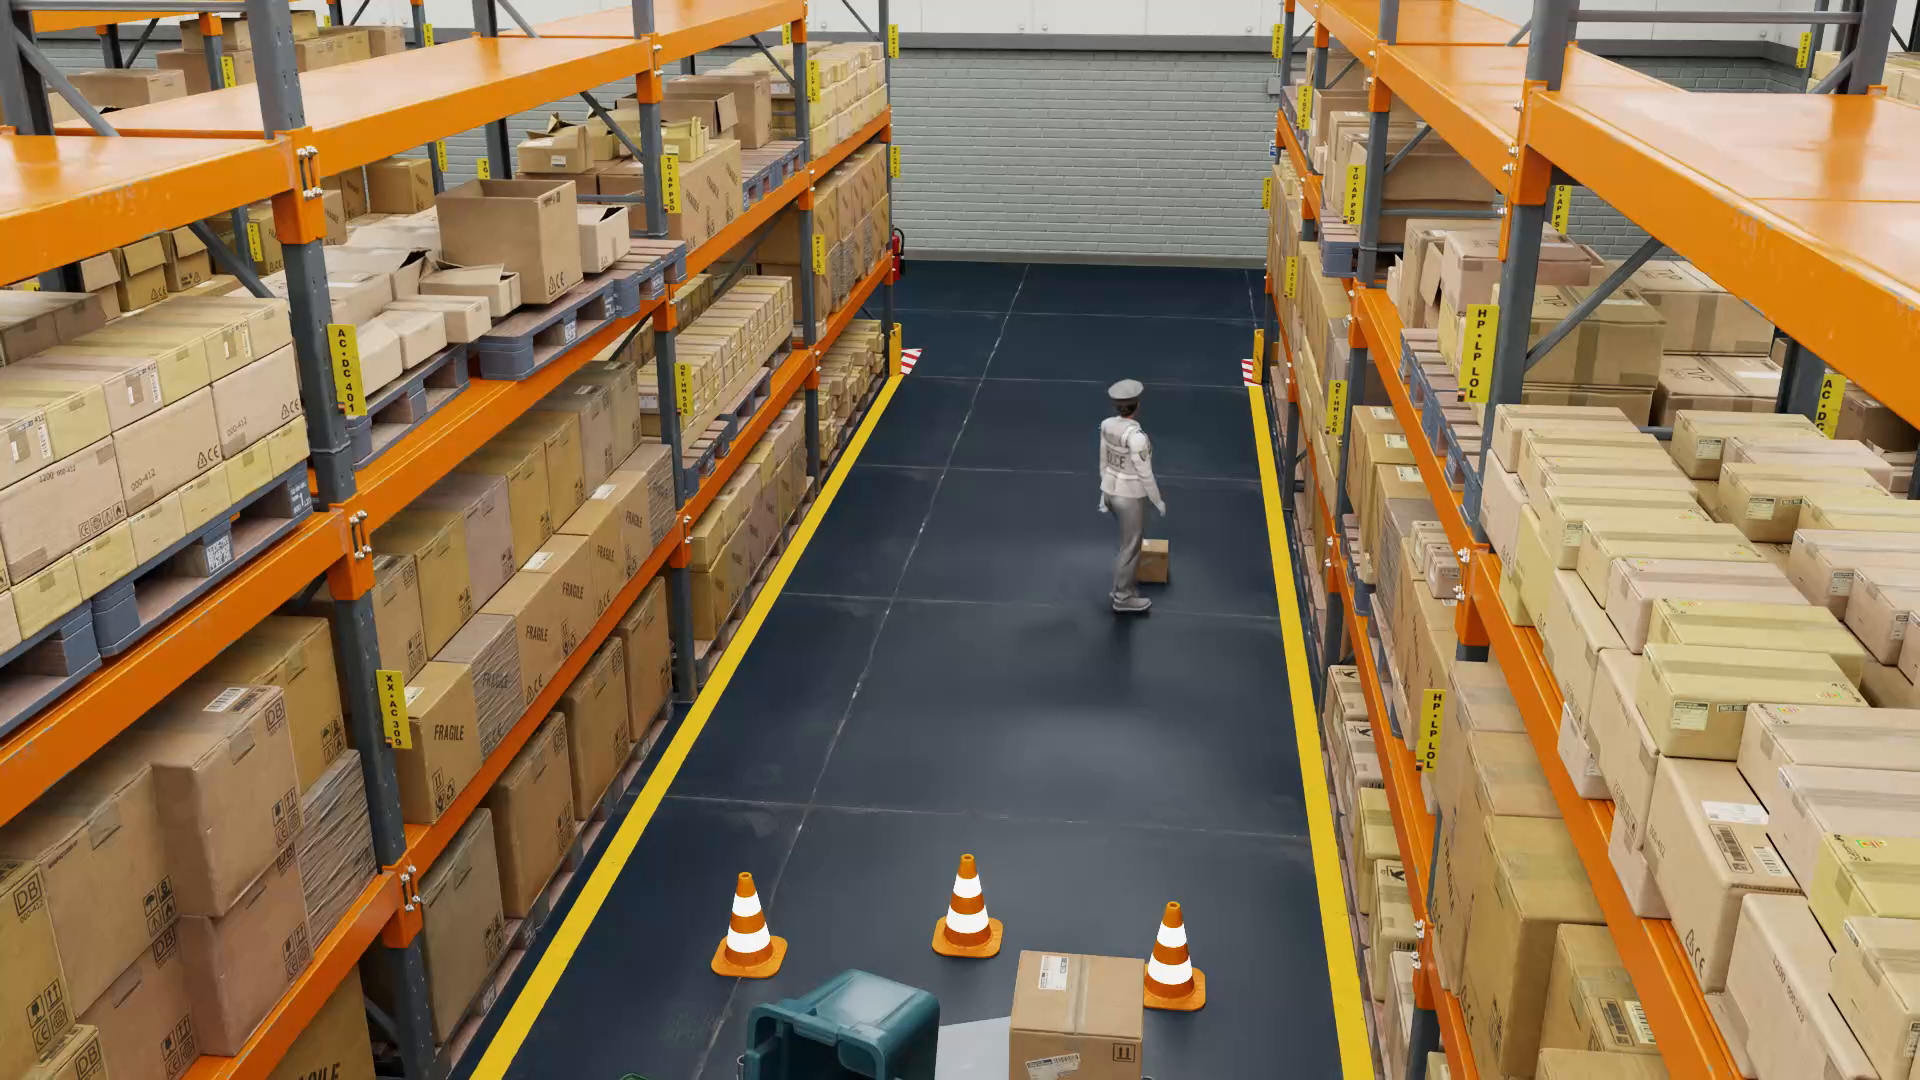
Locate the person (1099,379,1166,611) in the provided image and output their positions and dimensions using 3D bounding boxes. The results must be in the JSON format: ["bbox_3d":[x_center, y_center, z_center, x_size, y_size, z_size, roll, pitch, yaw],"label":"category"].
[{"bbox_3d":[1.210,-0.271,11.786,0.415,1.748,0.501,-8,23,-20],"label":"person"}]
